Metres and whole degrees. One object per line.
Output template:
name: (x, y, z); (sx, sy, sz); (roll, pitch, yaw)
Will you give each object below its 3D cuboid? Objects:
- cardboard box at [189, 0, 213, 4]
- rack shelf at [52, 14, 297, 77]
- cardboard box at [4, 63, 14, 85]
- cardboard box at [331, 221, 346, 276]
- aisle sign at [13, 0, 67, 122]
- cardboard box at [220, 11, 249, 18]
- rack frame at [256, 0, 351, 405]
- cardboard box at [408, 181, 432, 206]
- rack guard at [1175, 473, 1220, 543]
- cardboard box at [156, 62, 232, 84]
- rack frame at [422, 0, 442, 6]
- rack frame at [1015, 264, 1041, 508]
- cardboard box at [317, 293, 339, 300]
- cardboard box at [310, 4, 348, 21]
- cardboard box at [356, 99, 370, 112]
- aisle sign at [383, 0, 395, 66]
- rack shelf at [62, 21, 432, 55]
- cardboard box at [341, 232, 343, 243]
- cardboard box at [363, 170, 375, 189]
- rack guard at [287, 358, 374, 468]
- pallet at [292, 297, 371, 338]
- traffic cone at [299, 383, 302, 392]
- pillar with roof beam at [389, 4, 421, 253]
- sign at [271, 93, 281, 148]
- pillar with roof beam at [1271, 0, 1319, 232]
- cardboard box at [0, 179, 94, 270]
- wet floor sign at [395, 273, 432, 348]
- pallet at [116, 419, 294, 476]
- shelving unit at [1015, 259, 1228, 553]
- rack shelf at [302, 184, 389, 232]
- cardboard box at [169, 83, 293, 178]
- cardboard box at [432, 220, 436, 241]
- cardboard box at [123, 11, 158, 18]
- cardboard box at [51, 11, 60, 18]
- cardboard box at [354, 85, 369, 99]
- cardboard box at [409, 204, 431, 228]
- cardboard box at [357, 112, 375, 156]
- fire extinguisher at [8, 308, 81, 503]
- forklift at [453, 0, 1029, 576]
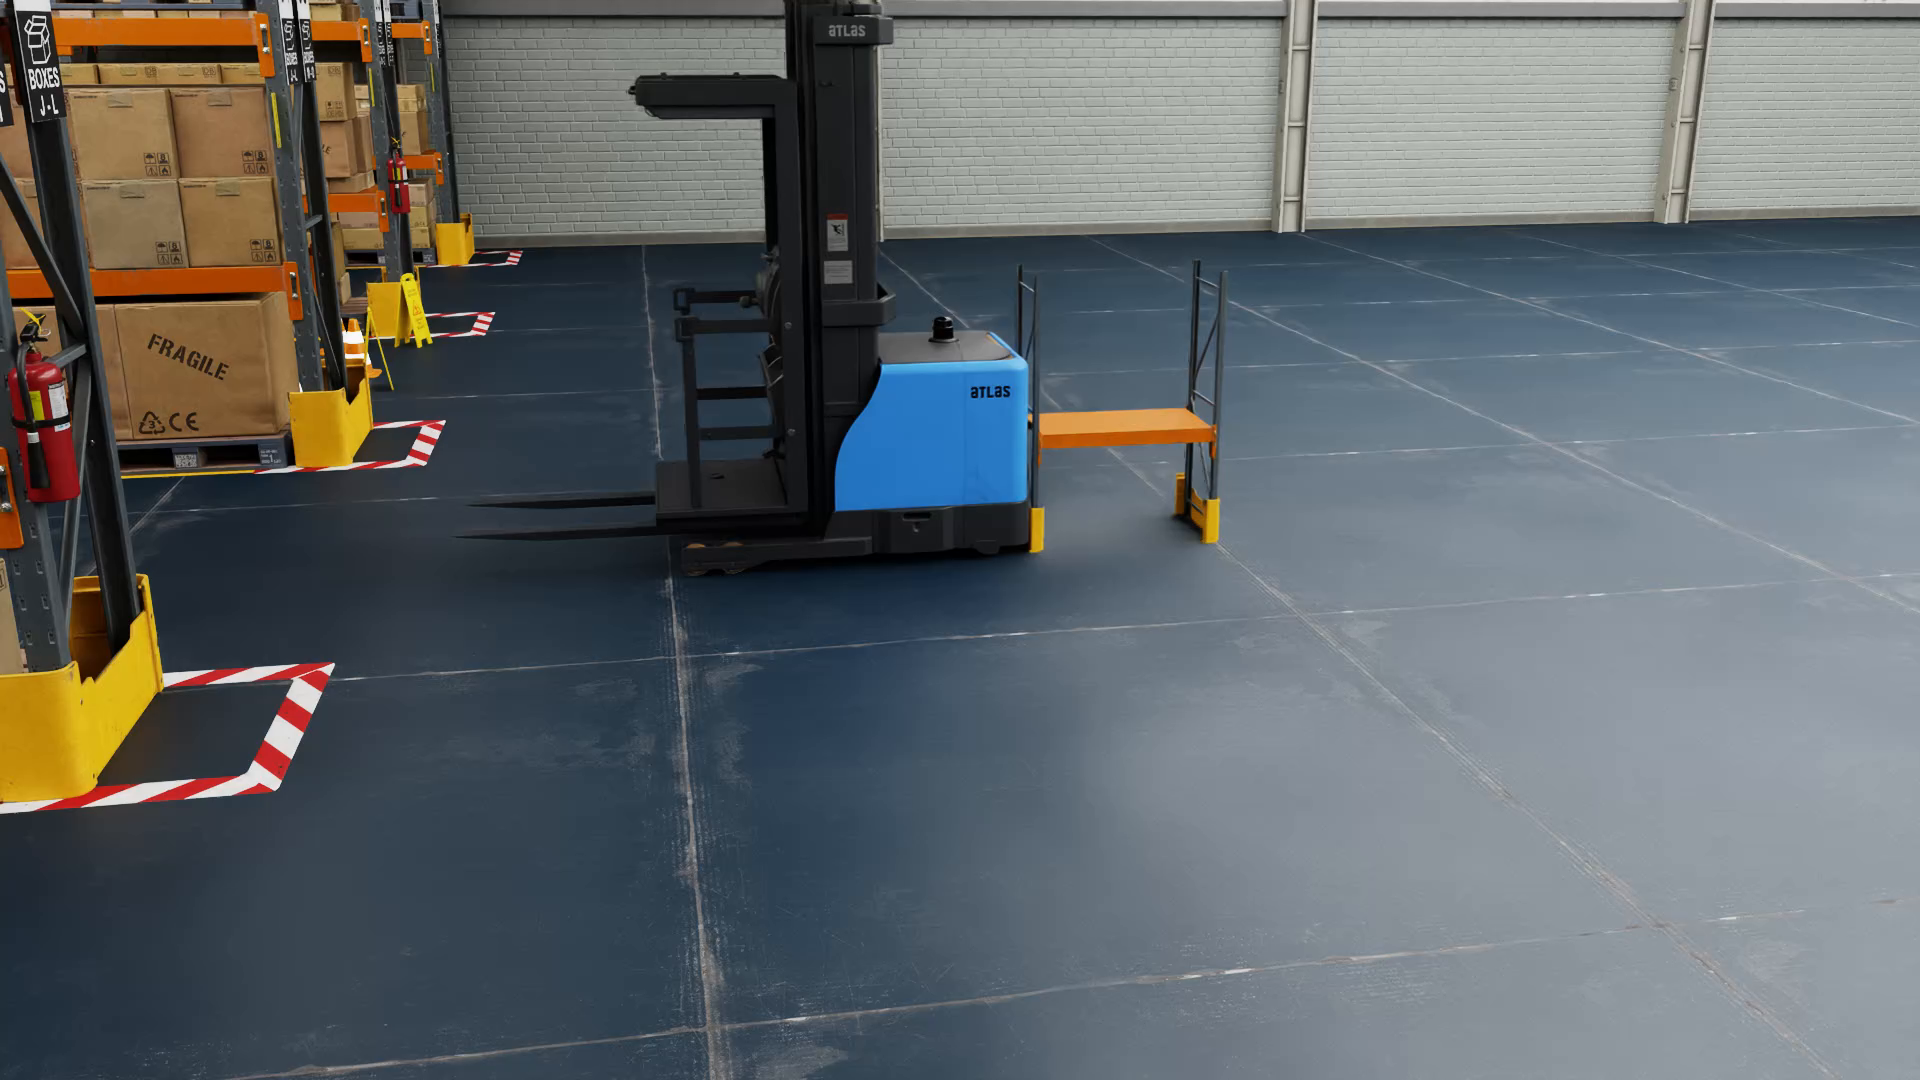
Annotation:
cardboard box: (-6.791, -4.837, 14.590); (0.500, 0.250, 0.500); (-3, 17, -9)
rack shelf: (-6.263, -3.054, 10.262); (4.000, 0.370, 1.077); (-3, 17, -10)
cardboard box: (-8.286, -3.926, 14.605); (0.500, 0.500, 0.700); (-3, 17, -10)
cardboard box: (-6.205, -2.775, 15.927); (0.500, 0.500, 0.500); (-4, 17, -12)
aisle sign: (-3.453, -1.972, 6.197); (0.004, 0.787, 0.394); (-3, 17, -10)
cardboard box: (-6.401, -4.687, 14.781); (0.250, 0.149, 0.380); (-3, 17, -10)
rack frame: (-4.299, -2.075, 10.959); (0.127, 3.000, 1.000); (-3, 17, -10)
cardboard box: (-6.676, -4.176, 20.064); (0.500, 0.250, 0.500); (-3, 17, -9)
rack guard: (1.350, -0.187, 9.494); (0.087, 0.250, 0.587); (-3, 17, -10)
cardboard box: (-6.777, -3.989, 14.810); (0.500, 0.500, 0.700); (-3, 17, -11)
rack frame: (-6.283, -7.795, 19.364); (0.127, 3.000, 1.000); (-3, 17, -10)
rack frame: (0.368, -0.734, 9.146); (0.032, 1.500, 0.500); (-3, 17, -10)
cardboard box: (-6.104, -2.259, 15.525); (0.500, 0.250, 0.500); (-3, 17, -11)
cardboard box: (-5.635, -4.710, 14.856); (0.250, 0.149, 0.380); (-3, 17, -10)
cardboard box: (-7.082, -5.165, 19.745); (0.250, 0.149, 0.380); (-3, 17, -9)
aisle sign: (-5.335, -4.832, 15.507); (0.004, 0.787, 0.394); (-3, 17, -10)
rack shelf: (-8.246, -5.906, 19.547); (4.000, 0.370, 1.077); (-3, 17, -10)
cardboard box: (-7.667, -3.646, 20.042); (0.500, 0.250, 0.500); (-3, 17, -10)
cardboard box: (-5.710, -3.417, 15.756); (0.250, 0.149, 0.380); (-3, 17, -10)
rack guard: (-4.276, -0.882, 11.331); (0.348, 0.500, 1.175); (-3, 17, -10)
pallet: (-6.216, -2.124, 15.868); (1.213, 0.211, 1.003); (-3, 17, -10)
traffic cone: (-5.090, -1.242, 12.568); (0.334, 0.463, 0.336); (-3, 17, -10)
pillar with roof beam: (-6.321, -6.775, 16.043); (0.400, 9.000, 9.100); (-3, 17, -10)
sign: (-4.210, -2.585, 10.243); (0.005, 0.325, 0.100); (-3, 17, -10)
pillar with roof beam: (5.461, -7.443, 18.219); (0.400, 9.000, 9.100); (-3, 17, -10)
cardboard box: (-5.764, -2.081, 10.723); (0.550, 0.550, 0.875); (-3, 17, -10)
wet floor sign: (-4.948, -2.073, 14.963); (0.232, 0.644, 0.267); (3, 17, 9)
pallet: (-5.069, -0.675, 11.150); (1.213, 0.211, 1.003); (-3, 17, -10)
shelving unit: (0.860, -0.759, 9.228); (1.083, 1.500, 0.587); (-3, 17, -10)
rack shelf: (-7.301, -3.041, 15.330); (4.000, 0.370, 1.077); (-3, 17, -10)
cardboard box: (-4.671, -2.654, 10.748); (0.550, 0.550, 0.875); (-3, 17, -10)
cardboard box: (-6.802, -3.843, 20.681); (0.500, 0.250, 0.500); (-3, 17, -10)
cardboard box: (-7.134, -4.611, 14.536); (0.250, 0.149, 0.380); (-3, 17, -11)
cardboard box: (-7.904, -4.592, 14.474); (0.250, 0.149, 0.380); (-4, 17, -12)
cardboard box: (-7.082, -5.302, 19.682); (0.250, 0.149, 0.380); (-3, 17, -9)
cardboard box: (-6.701, -3.935, 20.132); (0.500, 0.250, 0.500); (-3, 17, -11)
cardboard box: (-7.227, -4.846, 19.809); (0.500, 0.500, 0.500); (-3, 17, -9)
fire extinguisher: (-3.258, -0.476, 5.885); (0.183, 0.674, 0.296); (-3, 17, -10)
forklift: (-1.192, -1.381, 8.816); (3.031, 2.935, 1.130); (-3, 17, -10)
